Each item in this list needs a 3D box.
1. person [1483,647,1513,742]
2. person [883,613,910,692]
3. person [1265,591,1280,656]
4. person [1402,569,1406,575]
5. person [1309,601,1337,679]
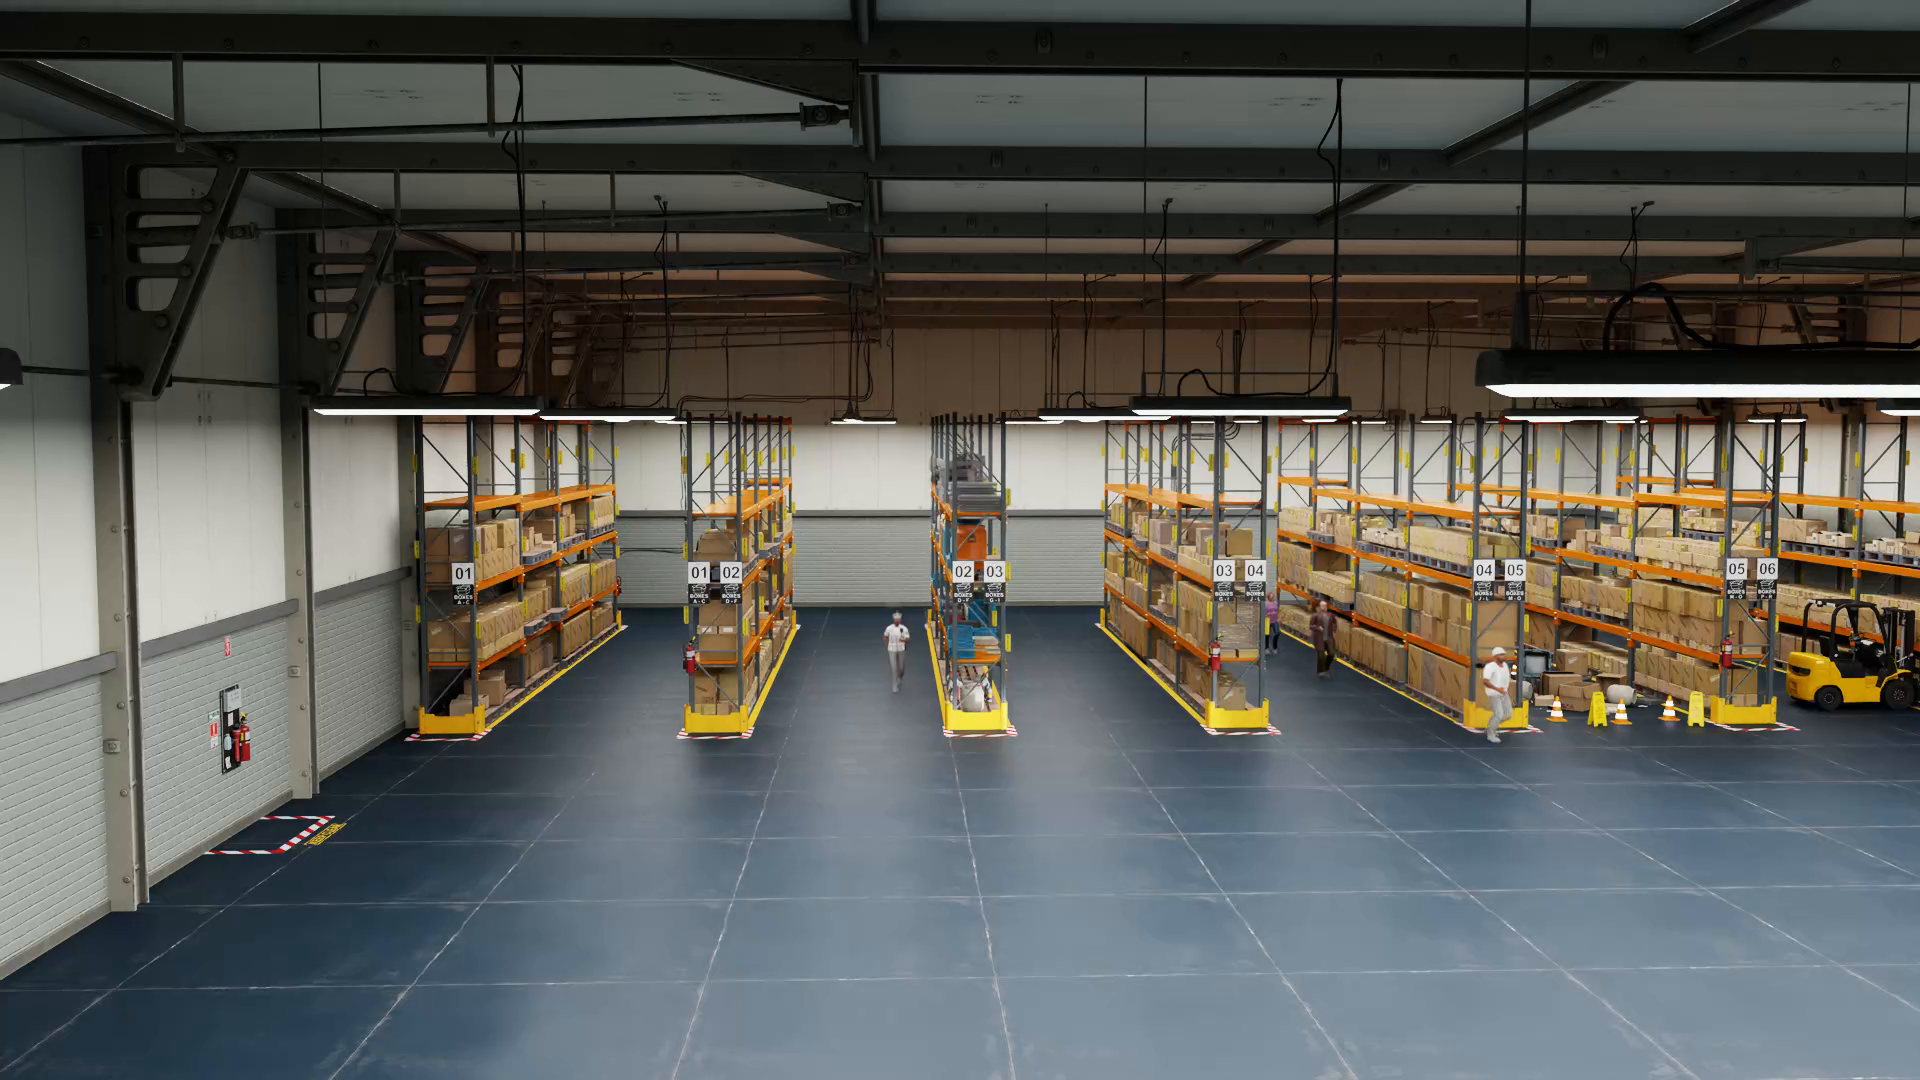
[{"bbox_3d":[9.802,2.801,30.234,0.736,1.721,0.597,-3,5,-34],"label":"person"},{"bbox_3d":[-1.371,2.407,36.086,0.581,1.676,0.911,0,4,-6],"label":"person"},{"bbox_3d":[7.795,2.093,41.612,0.507,1.621,0.682,-1,4,-8],"label":"person"},{"bbox_3d":[13.330,1.549,49.273,0.806,1.695,0.603,0,4,6],"label":"person"},{"bbox_3d":[8.281,2.280,37.735,0.691,1.777,0.695,0,4,-3],"label":"person"}]
